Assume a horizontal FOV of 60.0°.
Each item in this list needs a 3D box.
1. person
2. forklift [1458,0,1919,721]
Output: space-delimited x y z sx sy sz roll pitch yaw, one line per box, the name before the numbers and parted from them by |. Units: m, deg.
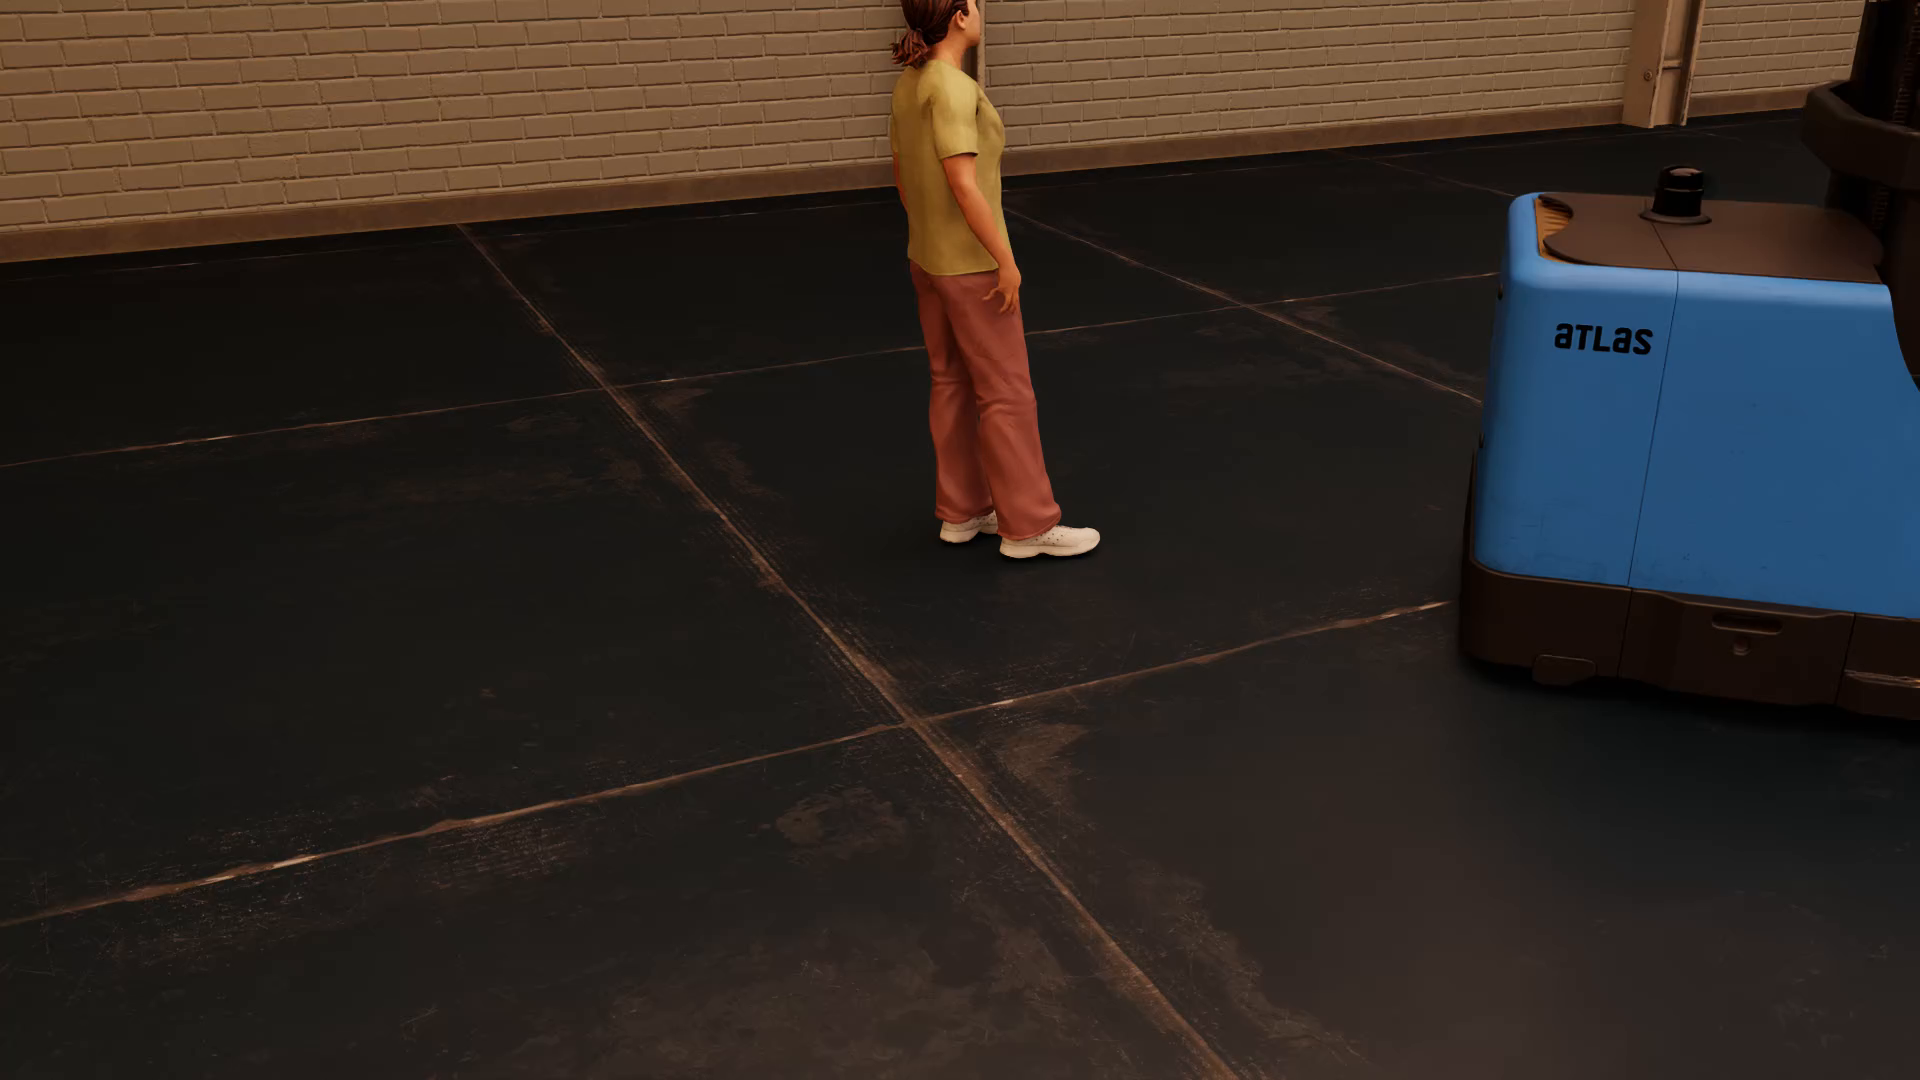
person | 0.072 -0.789 4.802 0.548 1.673 0.554 -10 25 -23
forklift | 2.857 -1.013 3.724 3.031 2.935 1.130 7 23 15
